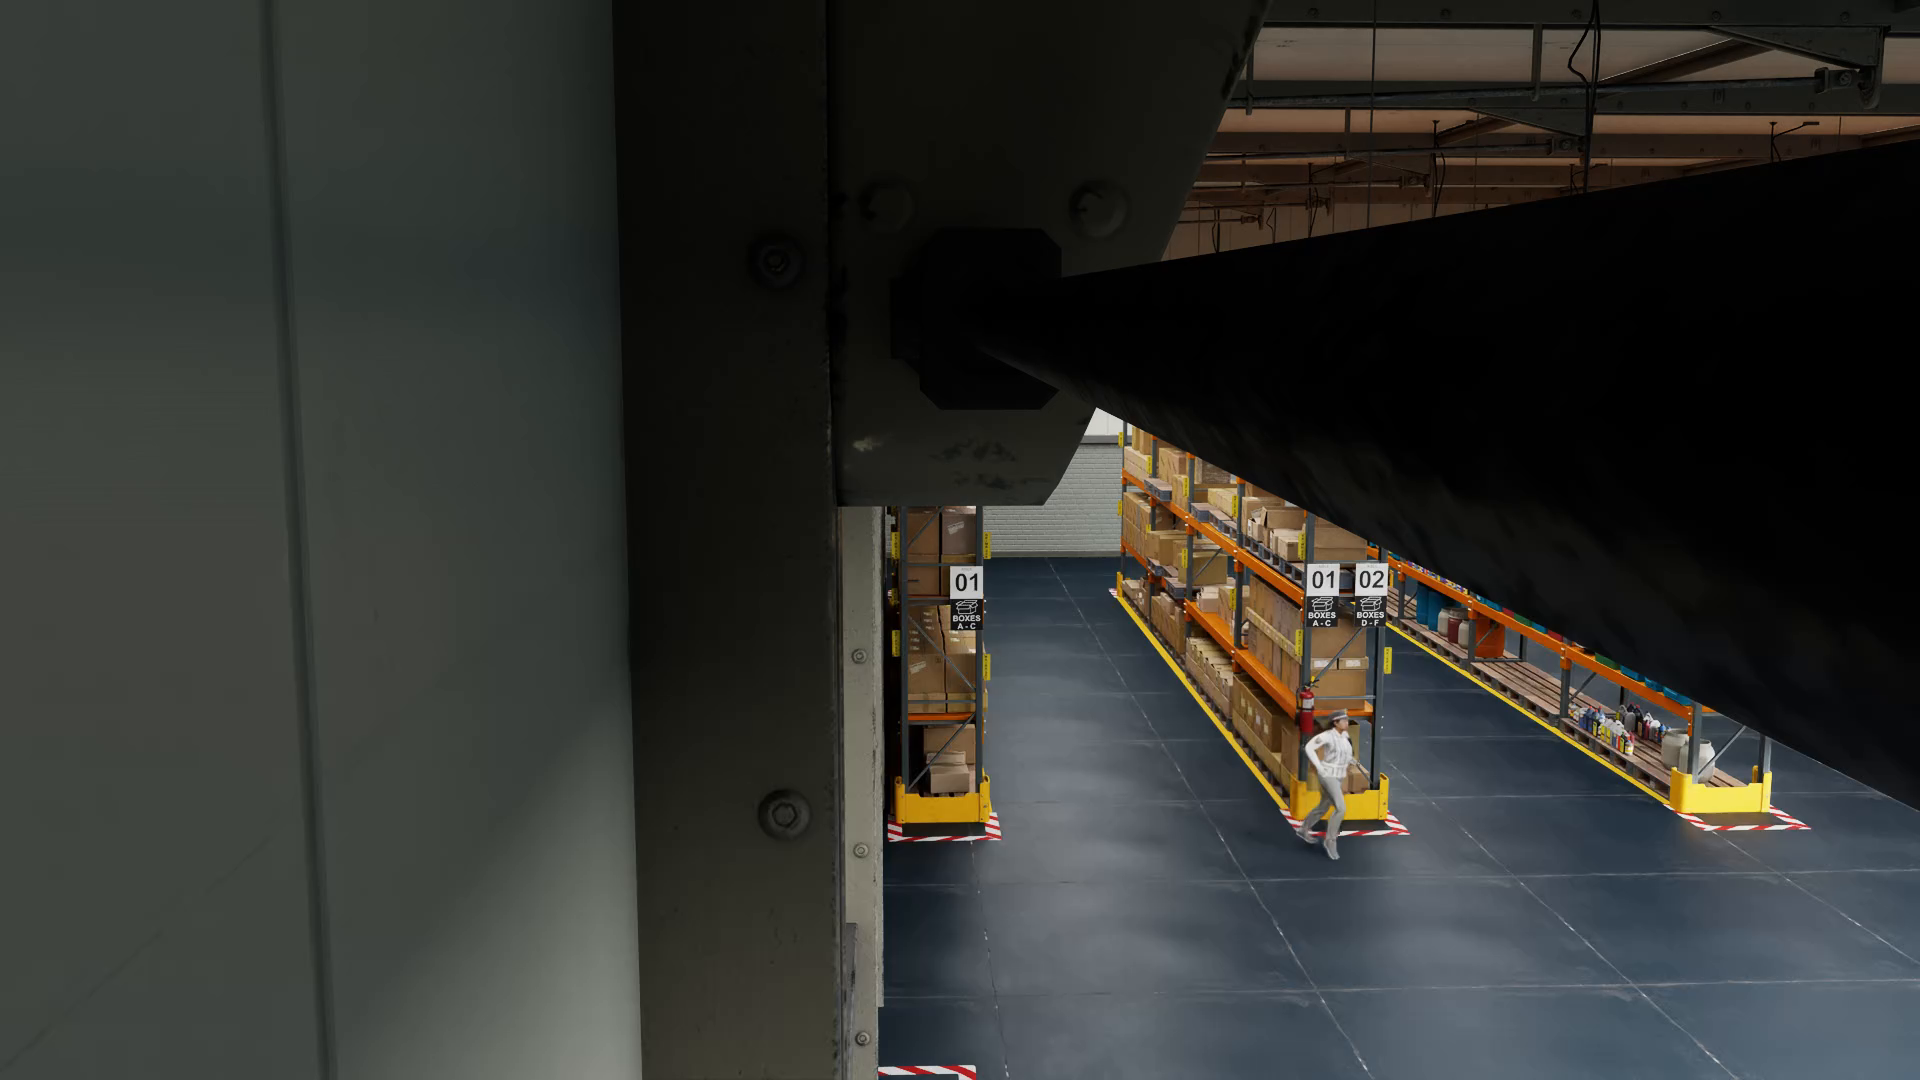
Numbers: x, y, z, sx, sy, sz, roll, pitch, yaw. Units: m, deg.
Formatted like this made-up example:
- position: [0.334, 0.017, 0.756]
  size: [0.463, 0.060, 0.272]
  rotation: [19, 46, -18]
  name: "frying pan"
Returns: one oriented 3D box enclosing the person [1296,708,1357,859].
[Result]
- position: [4.319, 2.806, 19.459]
  size: [0.687, 1.735, 0.635]
  rotation: [7, 11, 42]
  name: "person"
